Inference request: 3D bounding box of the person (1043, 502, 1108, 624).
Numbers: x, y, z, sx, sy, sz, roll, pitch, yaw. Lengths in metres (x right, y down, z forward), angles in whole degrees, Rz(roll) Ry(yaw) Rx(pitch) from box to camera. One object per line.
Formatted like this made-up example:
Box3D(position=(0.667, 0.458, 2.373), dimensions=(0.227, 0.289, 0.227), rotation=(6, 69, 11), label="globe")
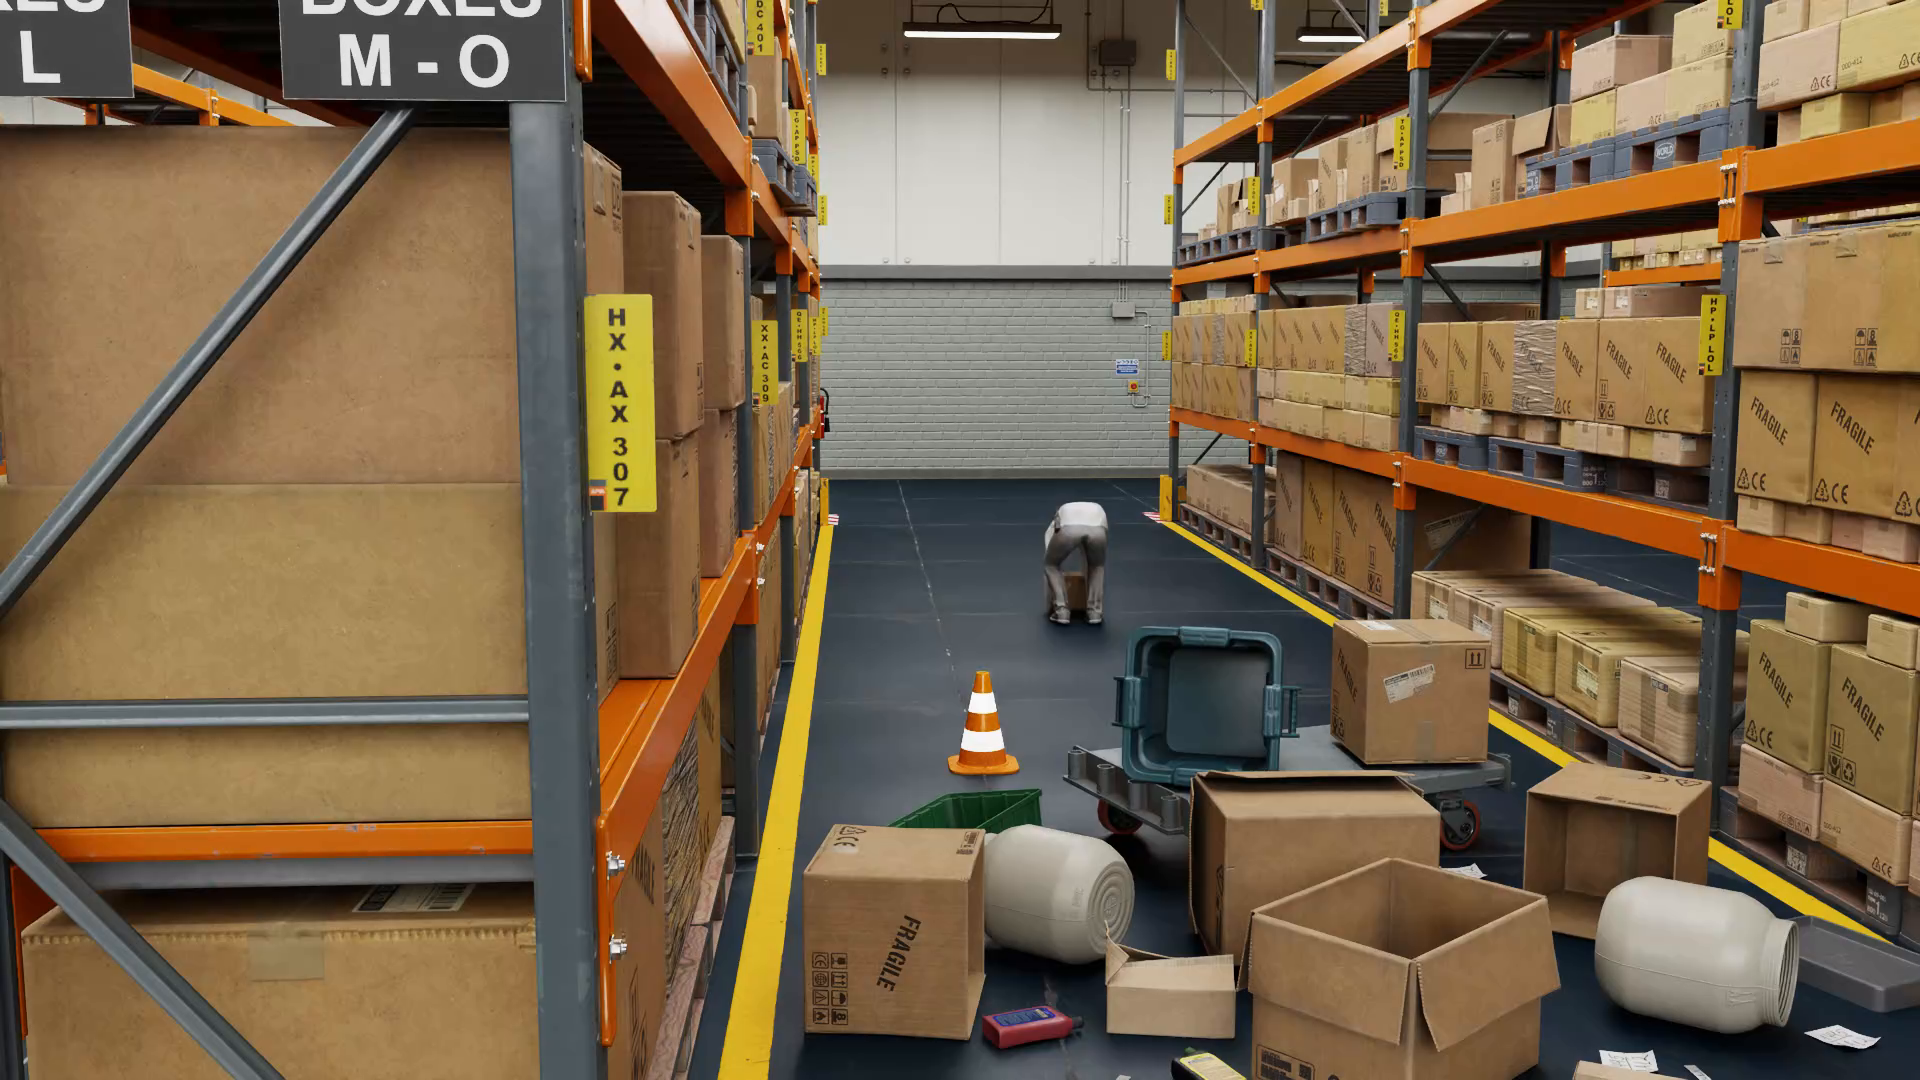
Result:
Box3D(position=(0.836, 0.146, 12.254), dimensions=(0.460, 0.889, 0.879), rotation=(-1, 7, -6), label="person")
